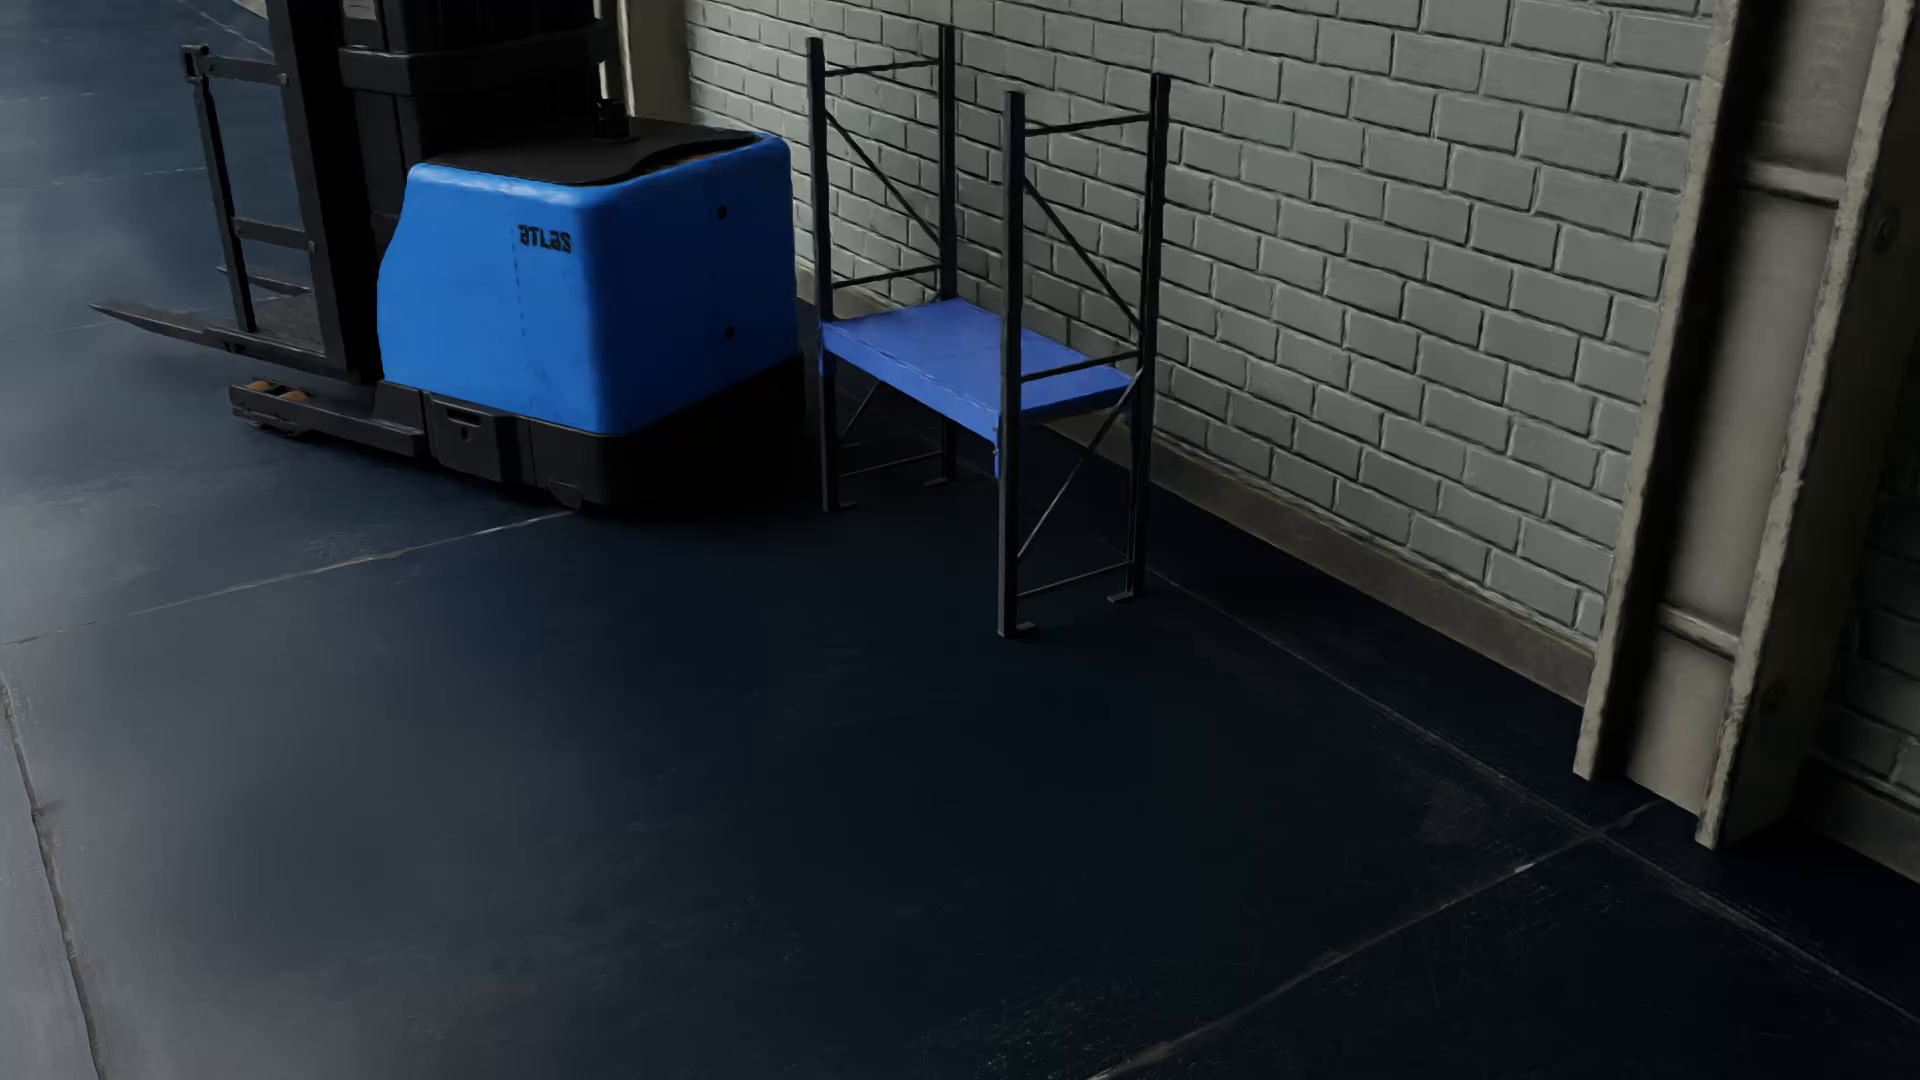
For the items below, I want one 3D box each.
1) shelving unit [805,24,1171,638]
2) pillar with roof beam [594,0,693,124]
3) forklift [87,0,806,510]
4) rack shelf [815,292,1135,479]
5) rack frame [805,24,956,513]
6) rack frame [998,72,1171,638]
[{"bbox_3d":[0.047,-0.648,4.865,0.538,1.500,1.048,-16,29,-30],"label":"shelving unit"},{"bbox_3d":[-5.155,-4.614,4.483,9.100,9.000,0.400,-16,29,-30],"label":"pillar with roof beam"},{"bbox_3d":[-2.088,-1.876,5.791,3.031,2.935,1.130,14,29,28],"label":"forklift"},{"bbox_3d":[0.047,-0.485,4.942,0.538,0.185,1.000,-16,29,-30],"label":"rack shelf"},{"bbox_3d":[-0.231,-0.830,5.250,0.500,1.500,0.032,-16,29,-30],"label":"rack frame"},{"bbox_3d":[0.324,-0.466,4.480,0.500,1.500,0.032,-16,29,-30],"label":"rack frame"}]
